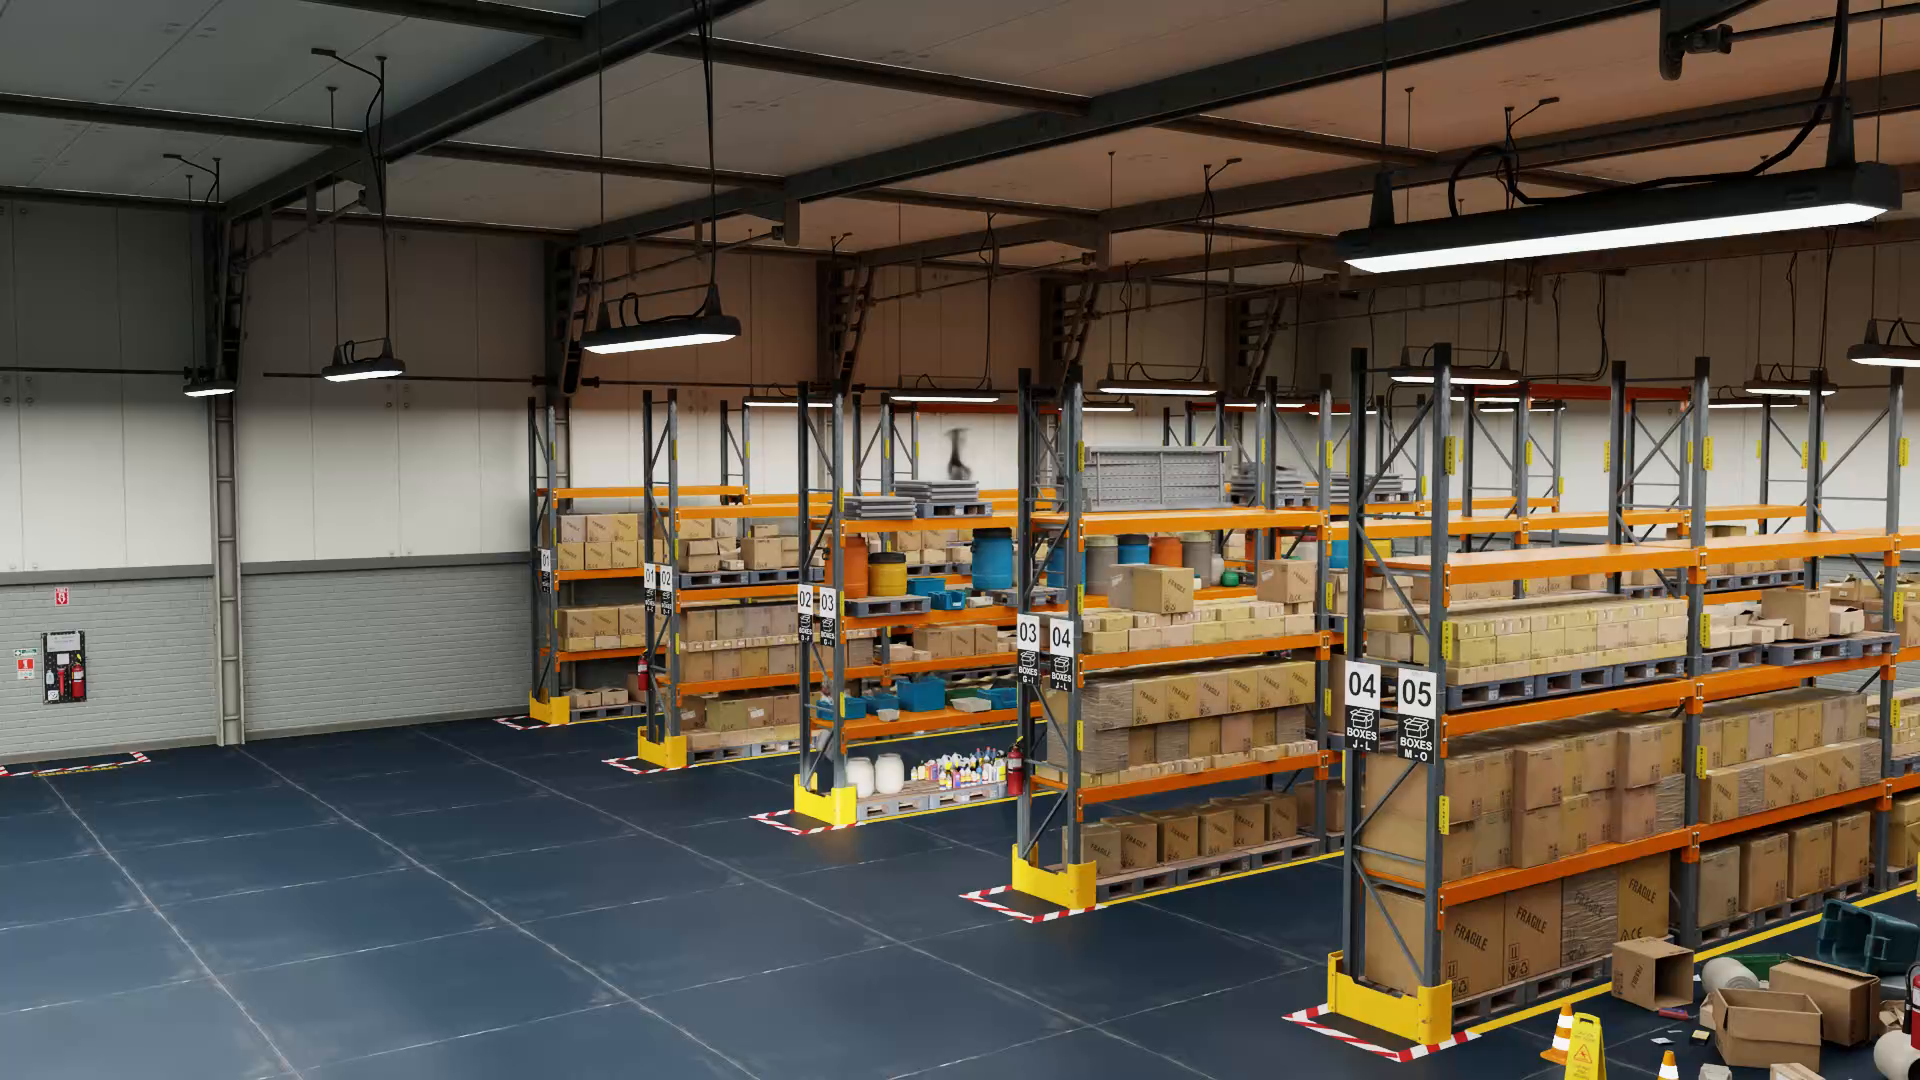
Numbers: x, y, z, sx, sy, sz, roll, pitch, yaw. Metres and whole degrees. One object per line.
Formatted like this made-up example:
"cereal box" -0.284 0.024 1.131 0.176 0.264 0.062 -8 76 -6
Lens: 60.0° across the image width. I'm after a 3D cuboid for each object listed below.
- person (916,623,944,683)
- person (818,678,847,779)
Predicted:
"person" -0.525 2.380 32.441 0.893 1.812 0.578 -3 5 -43
"person" -1.944 2.869 25.266 0.562 1.610 0.731 2 4 32
